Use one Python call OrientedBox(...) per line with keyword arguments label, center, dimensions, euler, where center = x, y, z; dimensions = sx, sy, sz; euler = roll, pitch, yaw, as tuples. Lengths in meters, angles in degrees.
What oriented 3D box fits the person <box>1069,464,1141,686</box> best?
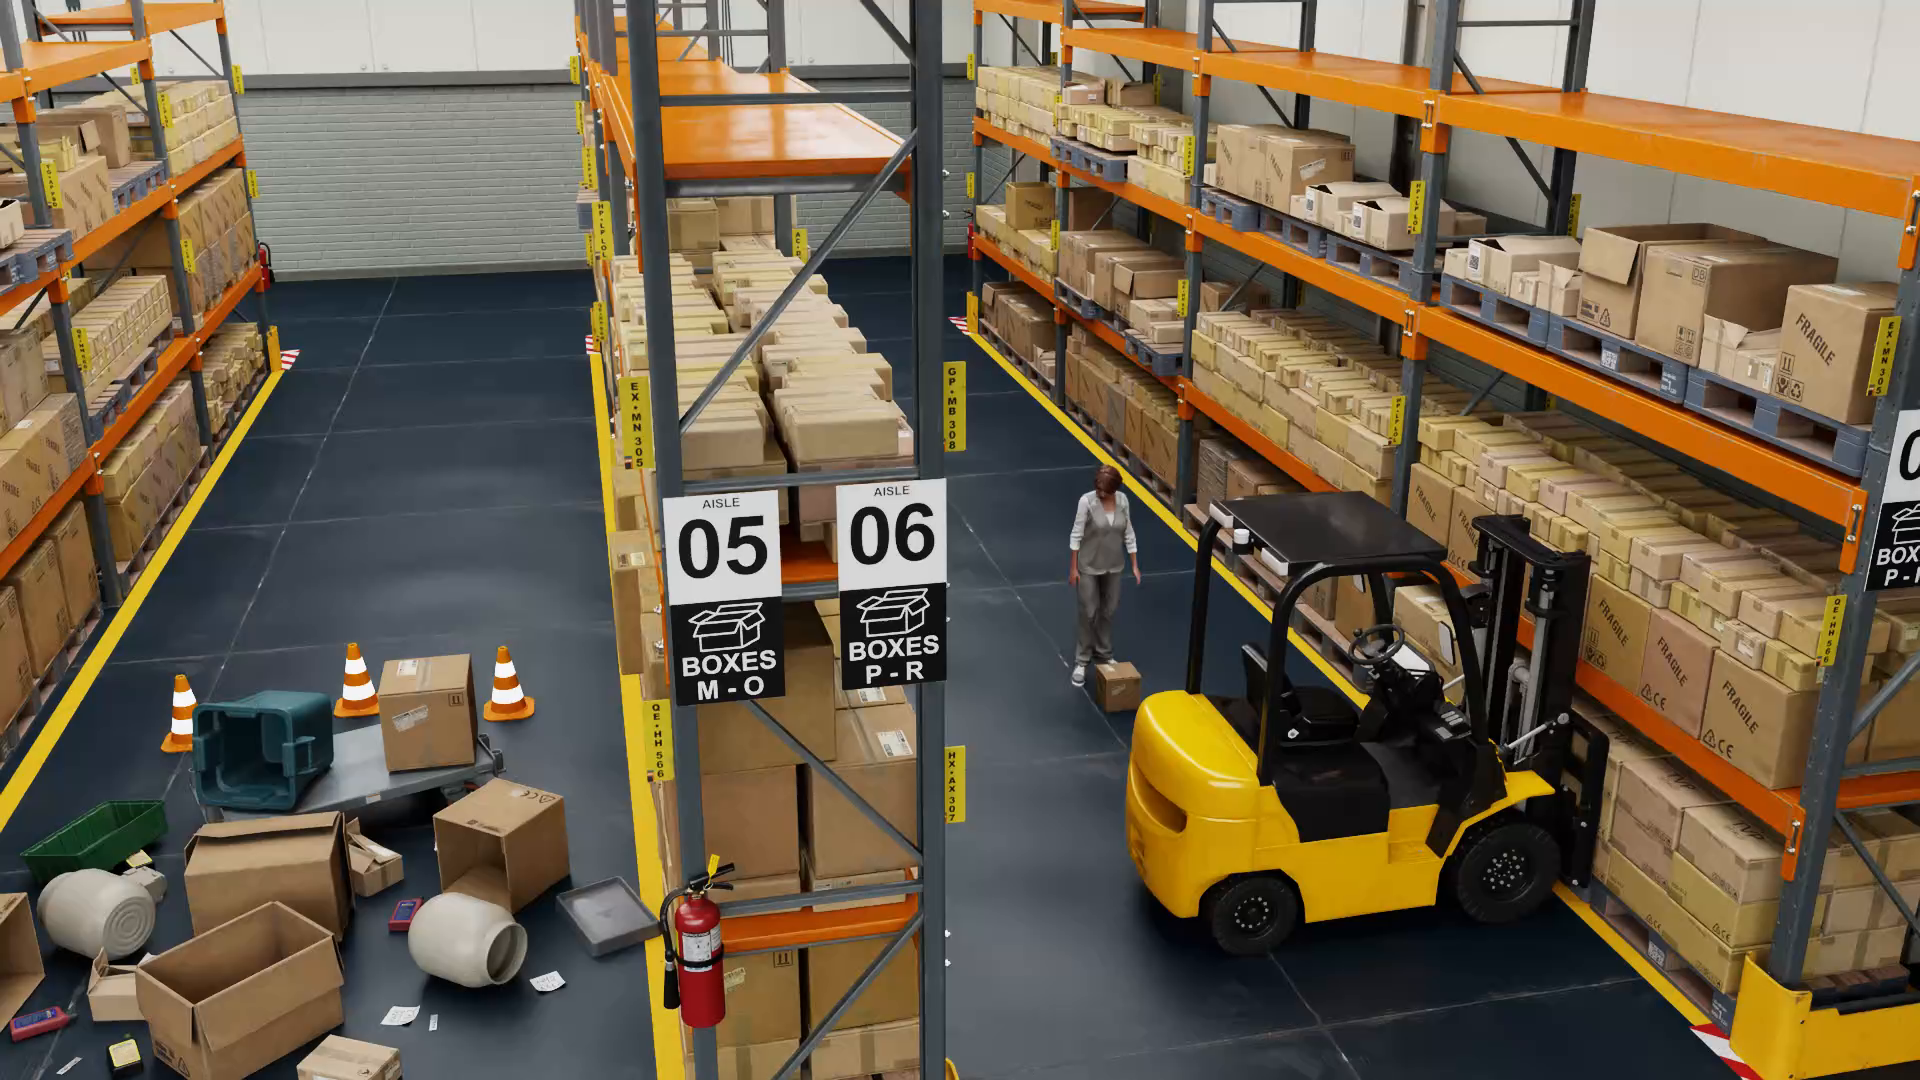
OrientedBox(label="person", center=(1.003, 0.221, 11.703), dimensions=(0.511, 1.613, 0.326), euler=(-8, 22, -22))
